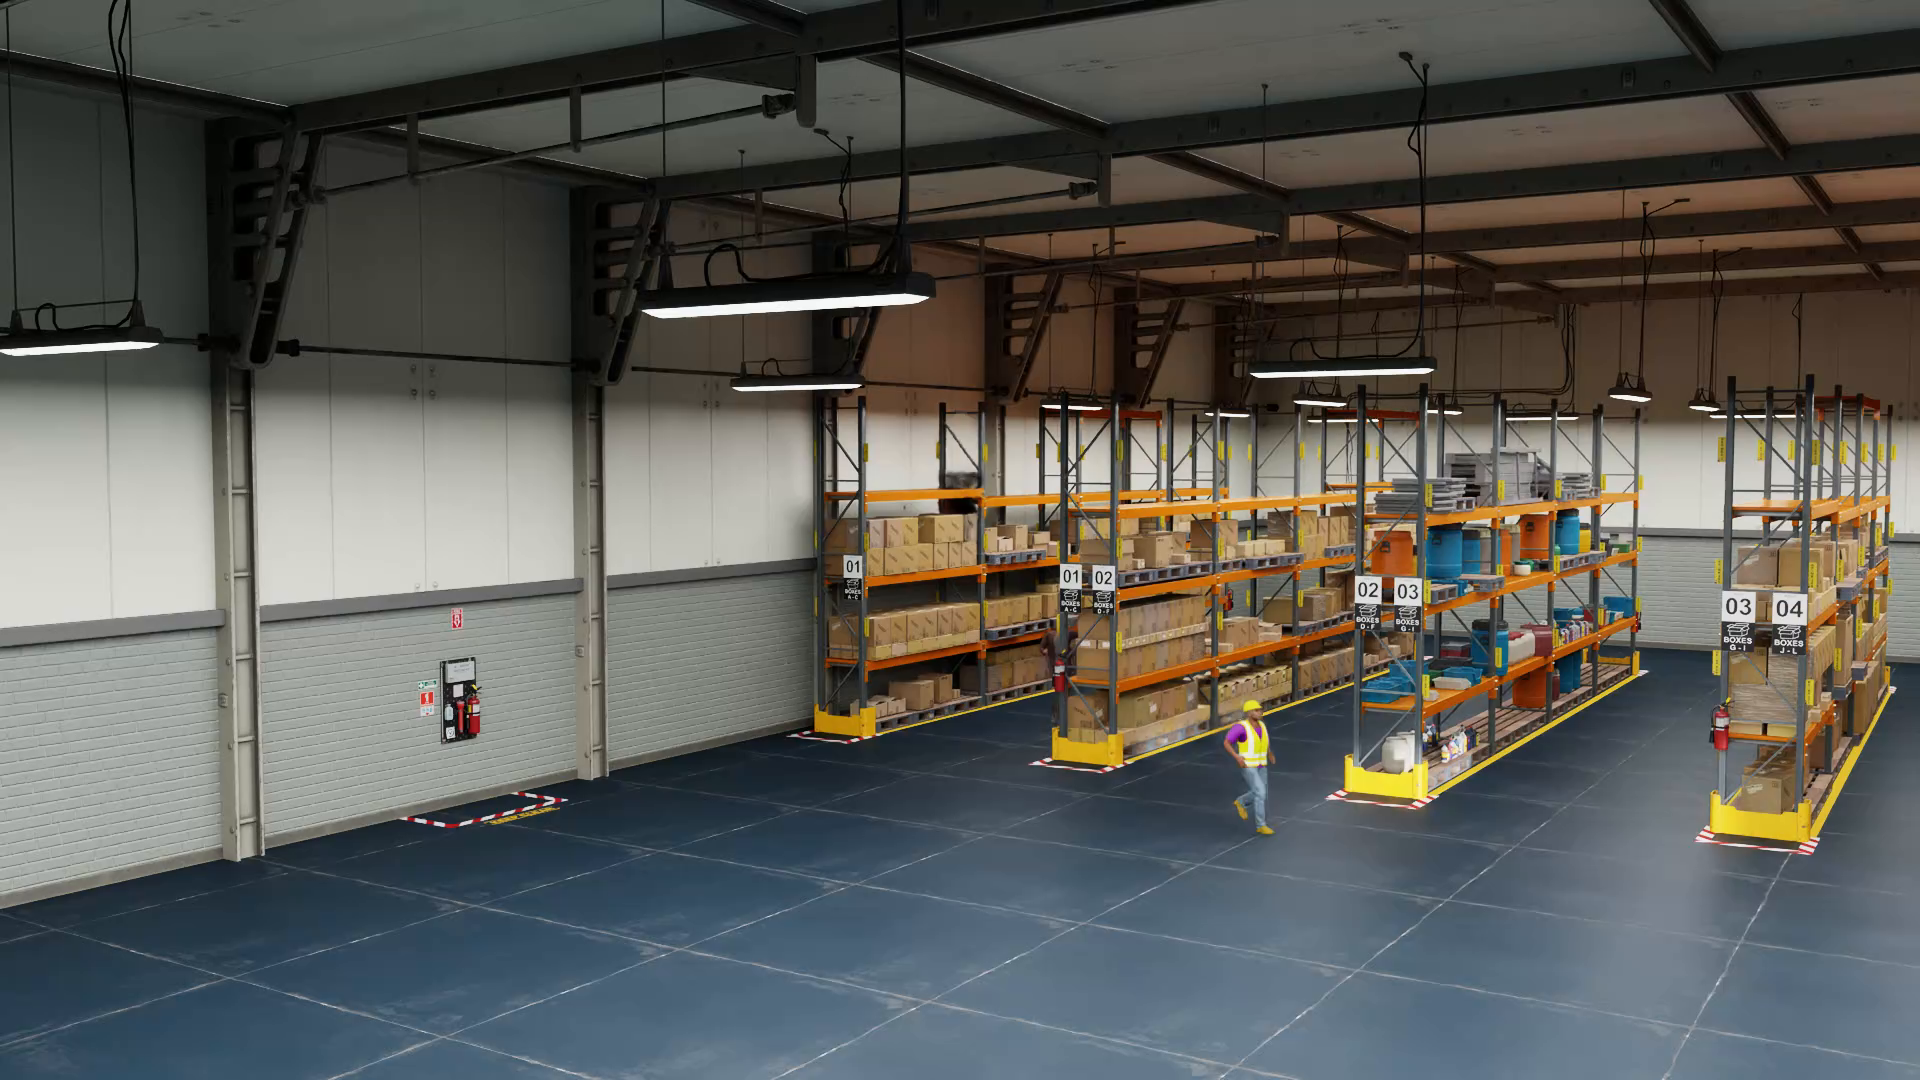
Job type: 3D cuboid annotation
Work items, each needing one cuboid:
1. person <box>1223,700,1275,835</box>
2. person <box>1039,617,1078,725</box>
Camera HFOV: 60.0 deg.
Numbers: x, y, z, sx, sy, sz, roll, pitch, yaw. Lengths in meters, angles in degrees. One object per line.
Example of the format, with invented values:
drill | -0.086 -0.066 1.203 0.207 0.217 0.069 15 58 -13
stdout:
person | 3.851 2.983 21.977 0.732 1.737 0.810 -2 4 -36
person | 1.786 2.297 29.644 0.738 1.872 0.915 1 3 25
